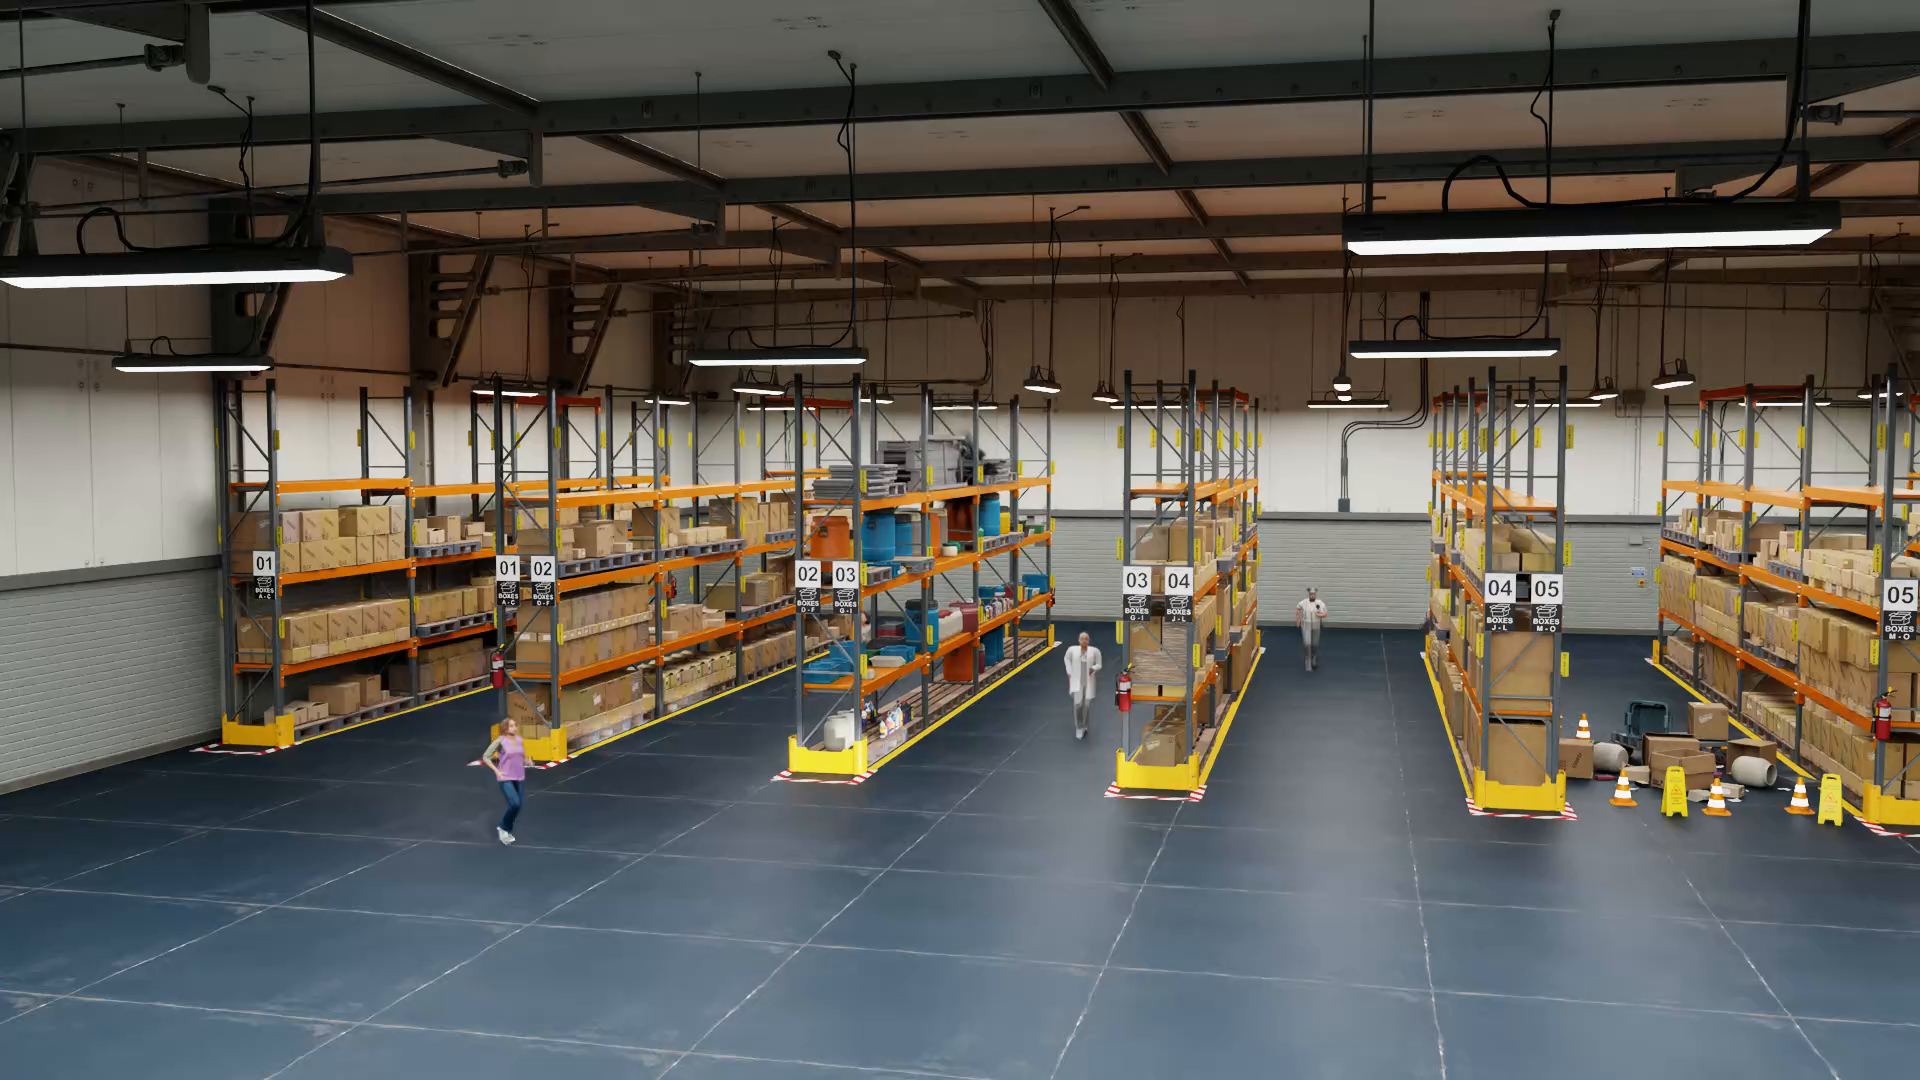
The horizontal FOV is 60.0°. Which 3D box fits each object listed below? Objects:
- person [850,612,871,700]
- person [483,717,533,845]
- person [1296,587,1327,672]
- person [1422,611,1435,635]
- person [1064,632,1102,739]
[{"bbox_3d":[-1.889,2.212,32.219,0.564,1.649,0.969,1,3,10],"label":"person"},{"bbox_3d":[-5.522,2.974,20.503,0.592,1.569,0.522,3,4,37],"label":"person"},{"bbox_3d":[7.683,1.936,36.317,0.636,1.838,0.892,0,3,5],"label":"person"},{"bbox_3d":[11.275,1.791,39.408,0.599,1.686,0.678,1,3,9],"label":"person"},{"bbox_3d":[2.084,2.451,28.063,0.613,1.814,0.909,0,3,-2],"label":"person"}]
